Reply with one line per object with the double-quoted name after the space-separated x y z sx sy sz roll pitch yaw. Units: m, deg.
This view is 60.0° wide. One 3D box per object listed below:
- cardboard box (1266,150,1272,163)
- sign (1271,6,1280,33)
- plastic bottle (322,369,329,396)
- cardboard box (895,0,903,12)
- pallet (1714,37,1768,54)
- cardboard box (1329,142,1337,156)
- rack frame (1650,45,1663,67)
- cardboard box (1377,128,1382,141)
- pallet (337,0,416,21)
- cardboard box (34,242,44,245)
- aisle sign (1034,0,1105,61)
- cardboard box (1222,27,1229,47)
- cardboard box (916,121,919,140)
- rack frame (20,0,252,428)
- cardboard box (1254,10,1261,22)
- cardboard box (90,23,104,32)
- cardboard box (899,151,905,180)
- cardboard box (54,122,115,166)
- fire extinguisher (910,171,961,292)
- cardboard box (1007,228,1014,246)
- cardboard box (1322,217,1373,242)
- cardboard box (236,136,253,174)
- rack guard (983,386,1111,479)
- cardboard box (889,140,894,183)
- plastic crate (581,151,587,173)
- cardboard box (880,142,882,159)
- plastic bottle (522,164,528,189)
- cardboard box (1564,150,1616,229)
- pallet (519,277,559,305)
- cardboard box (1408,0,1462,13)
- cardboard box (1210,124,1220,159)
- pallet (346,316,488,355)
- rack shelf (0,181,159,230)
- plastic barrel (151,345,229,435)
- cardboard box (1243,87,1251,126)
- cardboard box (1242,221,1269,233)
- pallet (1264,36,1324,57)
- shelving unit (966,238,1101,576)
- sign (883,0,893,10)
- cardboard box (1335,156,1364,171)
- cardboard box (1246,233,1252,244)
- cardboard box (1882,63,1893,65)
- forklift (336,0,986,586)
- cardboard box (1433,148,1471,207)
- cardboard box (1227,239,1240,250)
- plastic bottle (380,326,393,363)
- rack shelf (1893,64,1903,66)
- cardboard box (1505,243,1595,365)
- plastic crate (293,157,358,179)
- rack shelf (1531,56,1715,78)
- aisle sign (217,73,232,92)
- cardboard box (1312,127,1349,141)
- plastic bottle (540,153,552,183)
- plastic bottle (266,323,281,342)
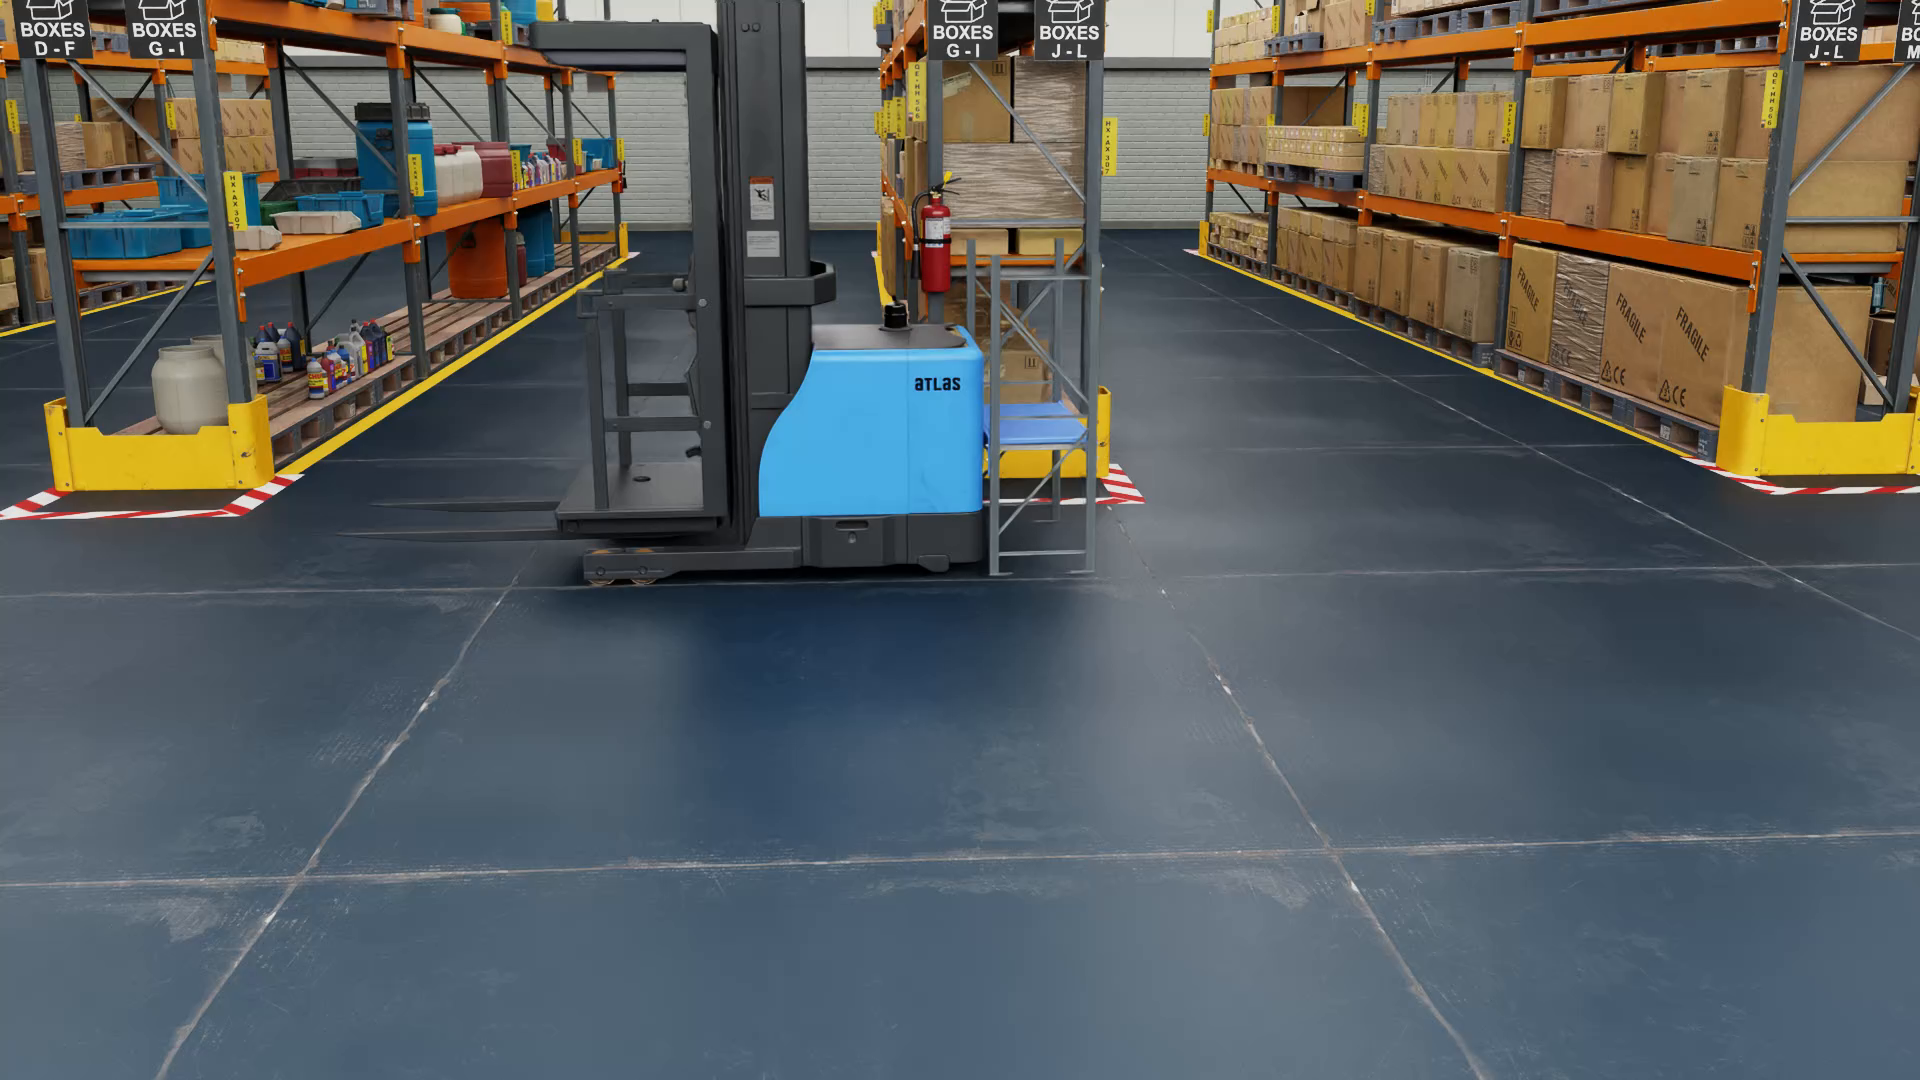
4.091 -4.856 21.041 0.380 0.149 0.250 -2 15 -6 "cardboard box"
3.985 -6.572 20.992 0.100 0.325 0.005 -1 14 -3 "sign"
-4.438 -1.106 11.539 0.097 0.201 0.097 0 14 0 "plastic bottle"
-0.344 -5.204 15.509 0.500 0.500 0.500 -1 14 -5 "cardboard box"
9.543 -5.785 19.348 1.003 0.211 1.213 0 14 -1 "pallet"
4.271 -4.292 18.254 0.380 0.149 0.250 0 14 -1 "cardboard box"
9.460 -4.981 21.865 1.000 3.000 0.127 -1 14 -3 "rack frame"
4.893 -4.566 18.720 0.380 0.149 0.250 -1 15 -6 "cardboard box"
-4.736 -3.945 12.198 1.213 0.211 1.003 -1 14 -3 "pallet"
-10.394 -3.041 18.460 0.500 0.500 0.500 -1 14 -5 "cardboard box"
0.616 -3.092 9.305 0.394 0.787 0.004 -1 14 -3 "aisle sign"
4.079 -7.253 23.975 0.500 0.250 0.500 -1 14 -4 "cardboard box"
-0.033 -2.902 10.980 0.500 0.500 0.500 -1 14 -3 "cardboard box"
-4.631 -1.767 9.374 1.000 3.000 0.127 -1 14 -3 "rack frame"
4.161 -7.027 22.296 0.380 0.149 0.250 -1 15 -6 "cardboard box"
-10.296 -6.136 19.092 0.600 0.600 0.600 -1 14 -4 "cardboard box"
-0.308 -3.543 15.736 0.500 0.250 0.500 -1 14 -5 "cardboard box"
-10.406 -4.636 19.482 0.700 0.500 0.500 1 14 5 "cardboard box"
-0.140 -1.770 9.542 0.296 0.674 0.183 -1 14 -3 "fire extinguisher"
0.500 -1.983 10.718 0.380 0.149 0.250 -1 14 -3 "cardboard box"
4.428 -3.532 18.902 0.500 0.250 0.500 -1 14 -3 "cardboard box"
-10.205 -5.359 23.133 0.500 0.500 0.500 -1 14 -3 "cardboard box"
0.308 -0.652 10.056 1.175 0.500 0.348 -1 14 -3 "rack guard"
-0.589 -4.508 19.828 0.500 0.500 0.500 -1 14 -5 "cardboard box"
-5.285 -5.106 22.467 0.437 0.282 0.530 -1 14 -3 "plastic crate"
-0.918 -5.770 24.638 0.500 0.250 0.500 -1 14 -5 "cardboard box"
-4.861 -4.042 18.473 0.097 0.271 0.097 0 14 0 "plastic bottle"
5.029 -2.598 12.303 0.875 0.550 0.550 -1 14 -3 "cardboard box"
-5.289 -2.904 19.390 1.003 0.211 1.213 -1 14 -3 "pallet"
4.630 -5.208 15.987 0.500 0.250 0.500 0 14 -2 "cardboard box"
4.030 -5.951 24.836 0.500 0.500 0.500 0 14 -1 "cardboard box"
-5.044 -1.910 15.526 1.003 0.211 1.213 -1 14 -3 "pallet"
-10.194 -3.830 18.836 1.077 0.370 4.000 -1 14 -3 "rack shelf"
-4.748 -0.928 10.263 0.421 0.512 0.421 0 14 0 "plastic barrel"
4.172 -5.925 22.729 0.500 0.500 0.500 -1 14 -2 "cardboard box"
4.119 -4.331 23.024 0.380 0.149 0.250 -2 15 -6 "cardboard box"
4.458 -6.086 20.517 1.213 0.211 1.003 -1 14 -3 "pallet"
0.336 -0.692 8.205 0.538 1.500 1.048 -1 15 -6 "shelving unit"
-0.737 -5.568 16.930 0.100 0.325 0.005 -1 14 -3 "sign"
4.285 -4.082 18.032 0.380 0.149 0.250 -1 14 -3 "cardboard box"
4.173 -4.180 23.033 0.380 0.149 0.250 -1 14 -2 "cardboard box"
13.908 -7.109 24.620 0.380 0.149 0.250 -1 14 -2 "cardboard box"
-1.423 -1.344 7.867 3.031 2.935 1.130 -1 14 -5 "forklift"
4.660 -3.315 15.190 0.500 0.500 0.500 -1 14 -3 "cardboard box"
4.057 -4.245 23.885 0.380 0.149 0.250 -2 15 -6 "cardboard box"
-4.519 -1.545 13.079 0.061 0.283 0.133 0 14 -1 "plastic bottle"
14.290 -6.660 23.815 1.077 0.370 4.000 -1 14 -3 "rack shelf"
4.991 -1.906 13.338 0.875 0.875 0.875 -1 14 -3 "cardboard box"
-5.214 -2.908 13.682 0.402 0.464 0.583 -1 14 -3 "plastic crate"
9.336 -6.582 23.514 1.077 0.370 4.000 -1 14 -3 "rack shelf"
-10.863 -6.942 24.270 0.394 0.787 0.004 -1 14 -3 "aisle sign"
4.227 -4.623 18.942 0.380 0.149 0.250 -1 14 -3 "cardboard box"
-4.979 -4.458 19.932 0.144 0.351 0.185 -1 14 -3 "plastic bottle"
-5.243 -1.485 12.710 0.144 0.351 0.185 0 14 -2 "plastic bottle"
